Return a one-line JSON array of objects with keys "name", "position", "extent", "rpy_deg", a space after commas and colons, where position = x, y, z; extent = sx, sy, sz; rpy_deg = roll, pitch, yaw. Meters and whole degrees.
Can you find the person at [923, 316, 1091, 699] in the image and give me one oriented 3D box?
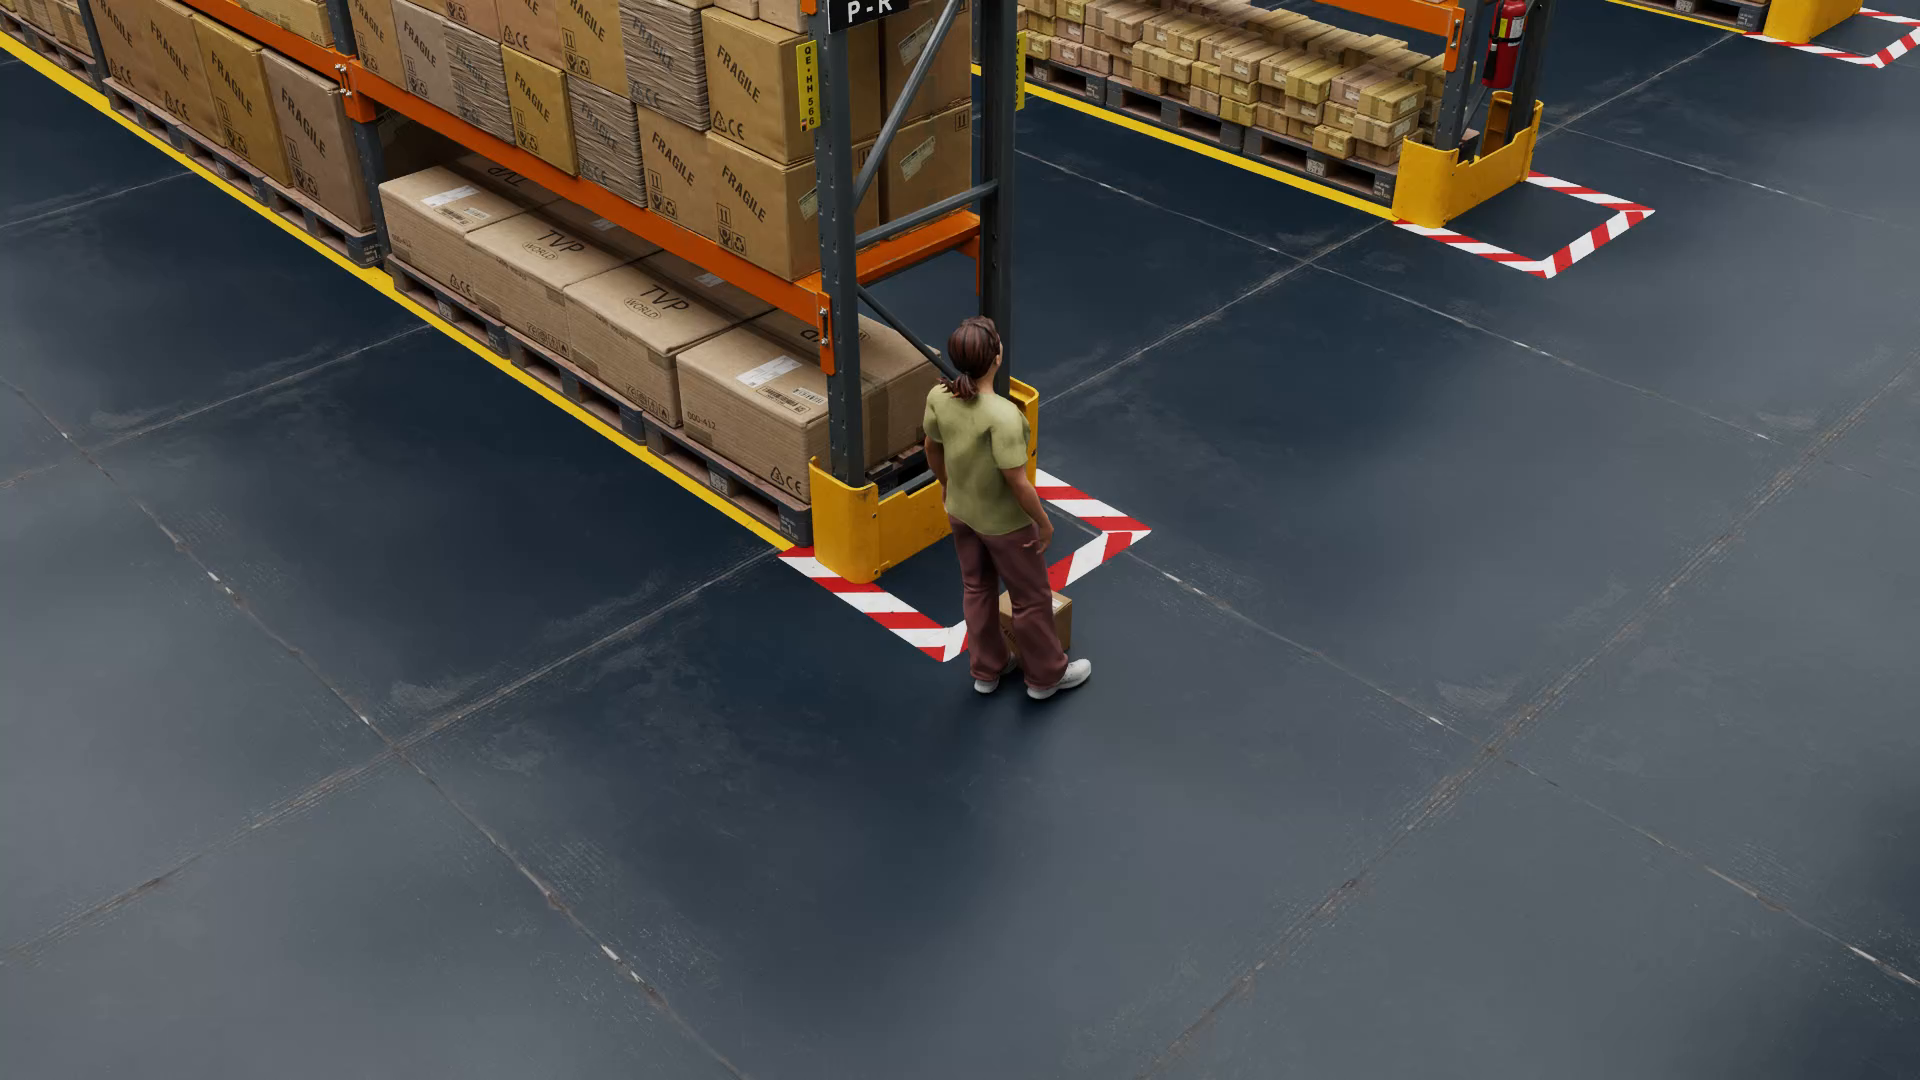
[{"name": "person", "position": [0.168, -0.122, 6.303], "extent": [0.555, 1.676, 0.549], "rpy_deg": [28, 44, 33]}]
